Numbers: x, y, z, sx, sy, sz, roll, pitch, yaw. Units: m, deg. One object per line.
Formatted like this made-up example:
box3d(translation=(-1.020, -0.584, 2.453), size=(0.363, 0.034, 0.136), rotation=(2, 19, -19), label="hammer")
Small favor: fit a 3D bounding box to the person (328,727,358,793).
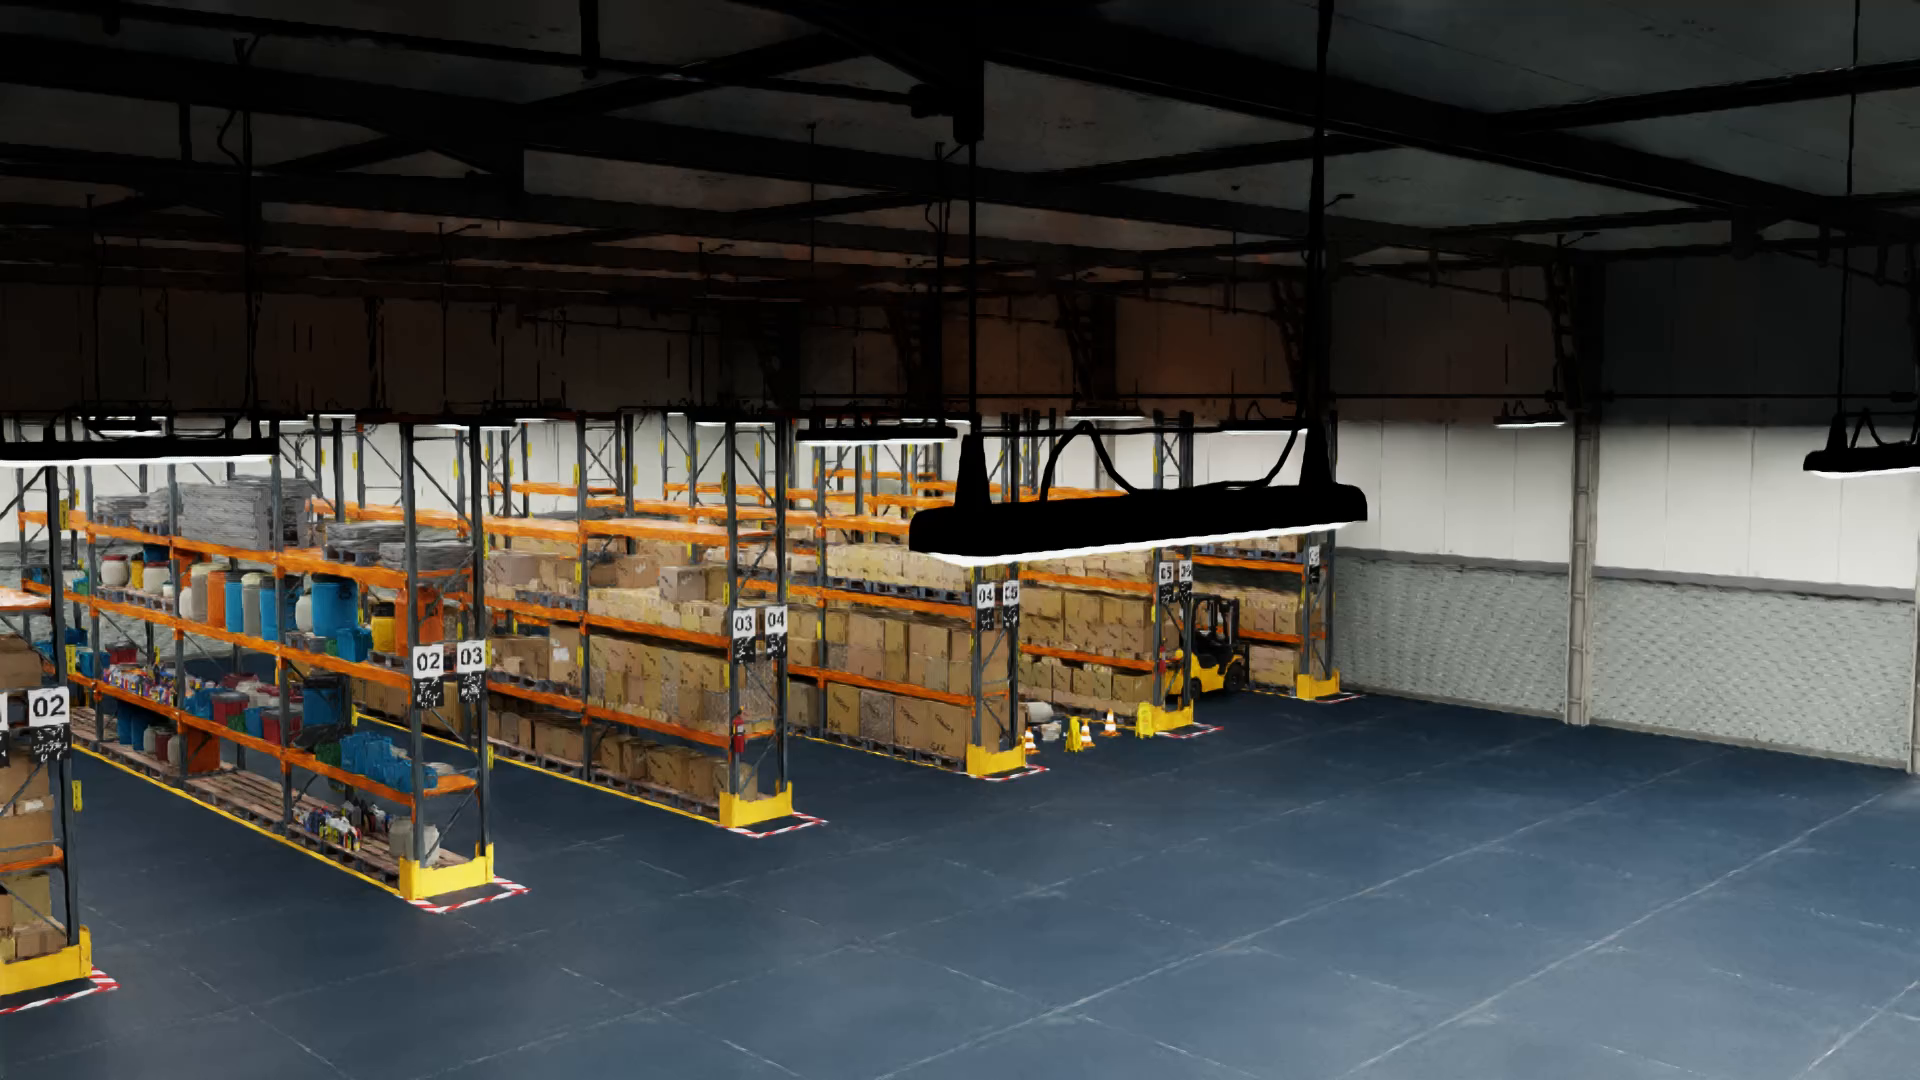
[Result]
box3d(translation=(-9.926, 3.119, 26.610), size=(0.645, 1.772, 0.464), rotation=(2, 5, 20), label="person")
